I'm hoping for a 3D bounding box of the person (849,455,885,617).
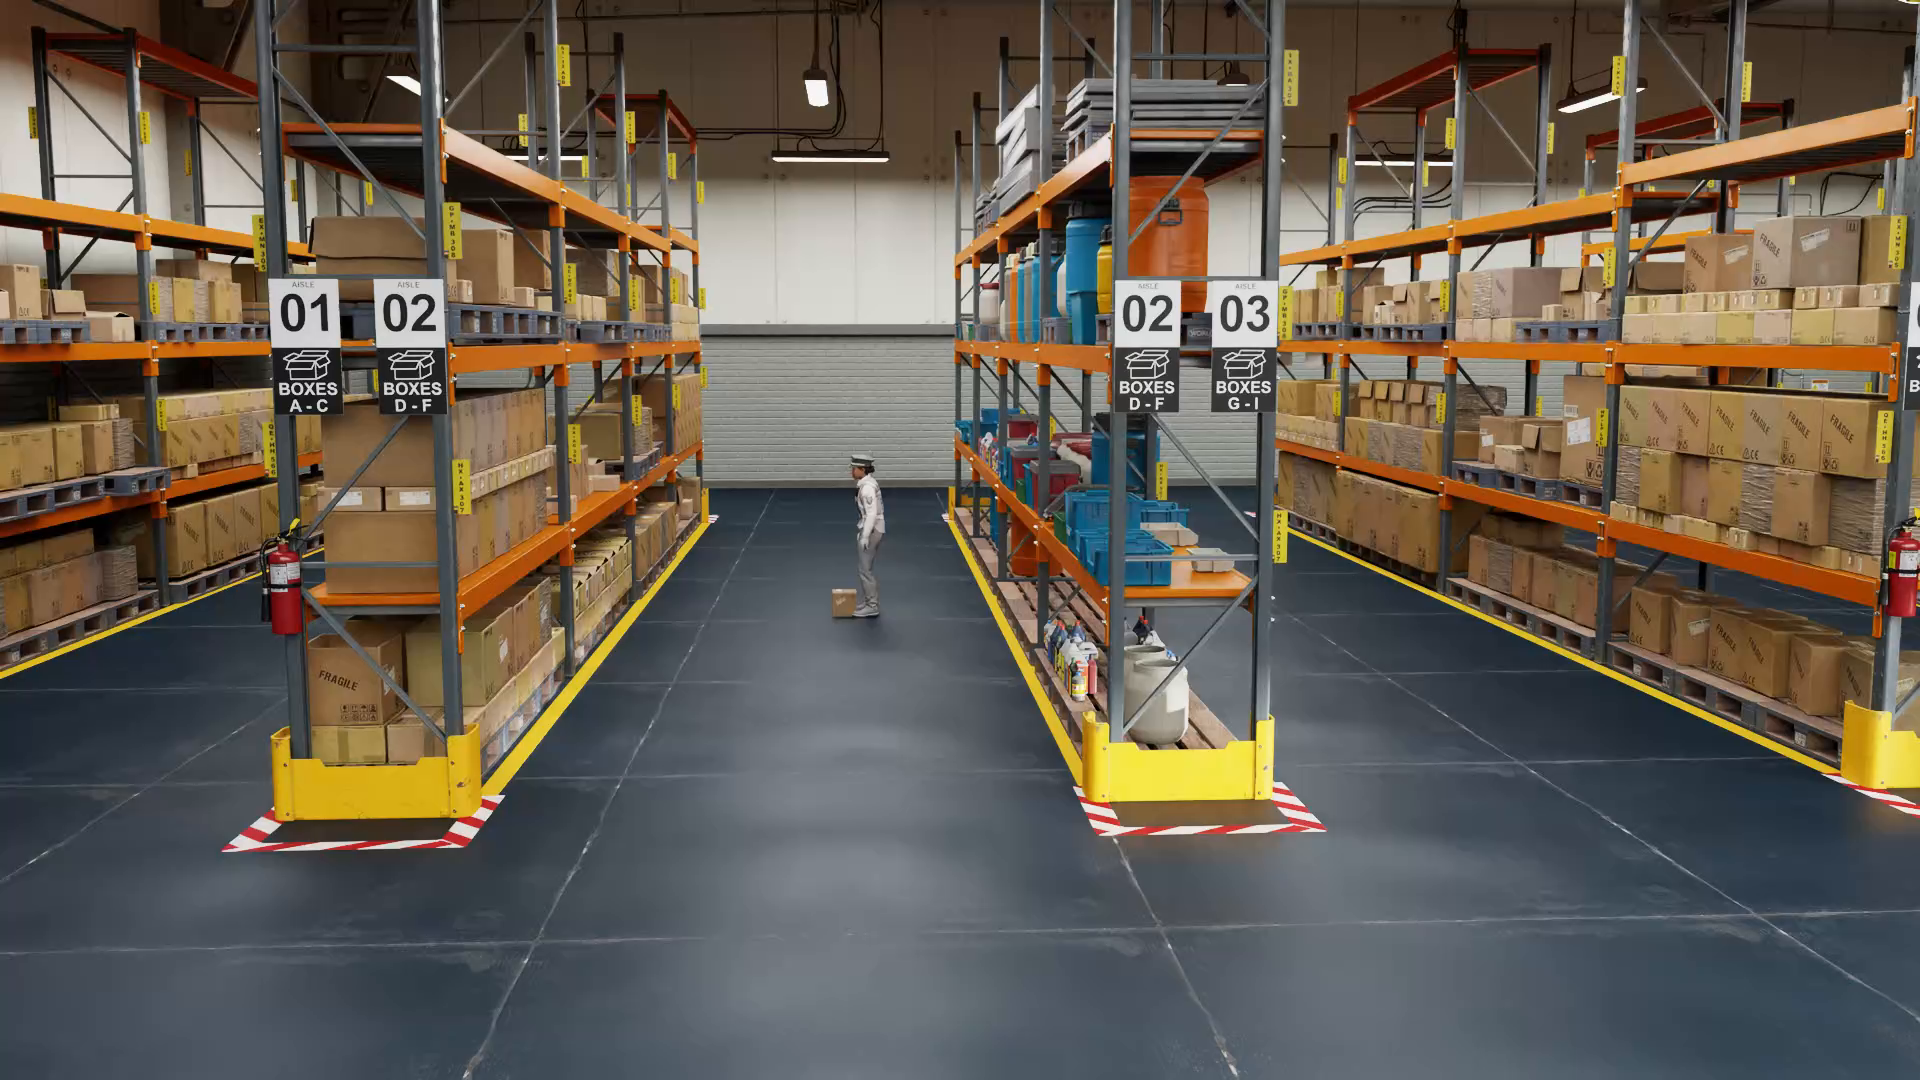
[{"bbox_3d":[-0.959,-0.052,17.152,0.369,1.667,0.547,-1,7,-7],"label":"person"}]
